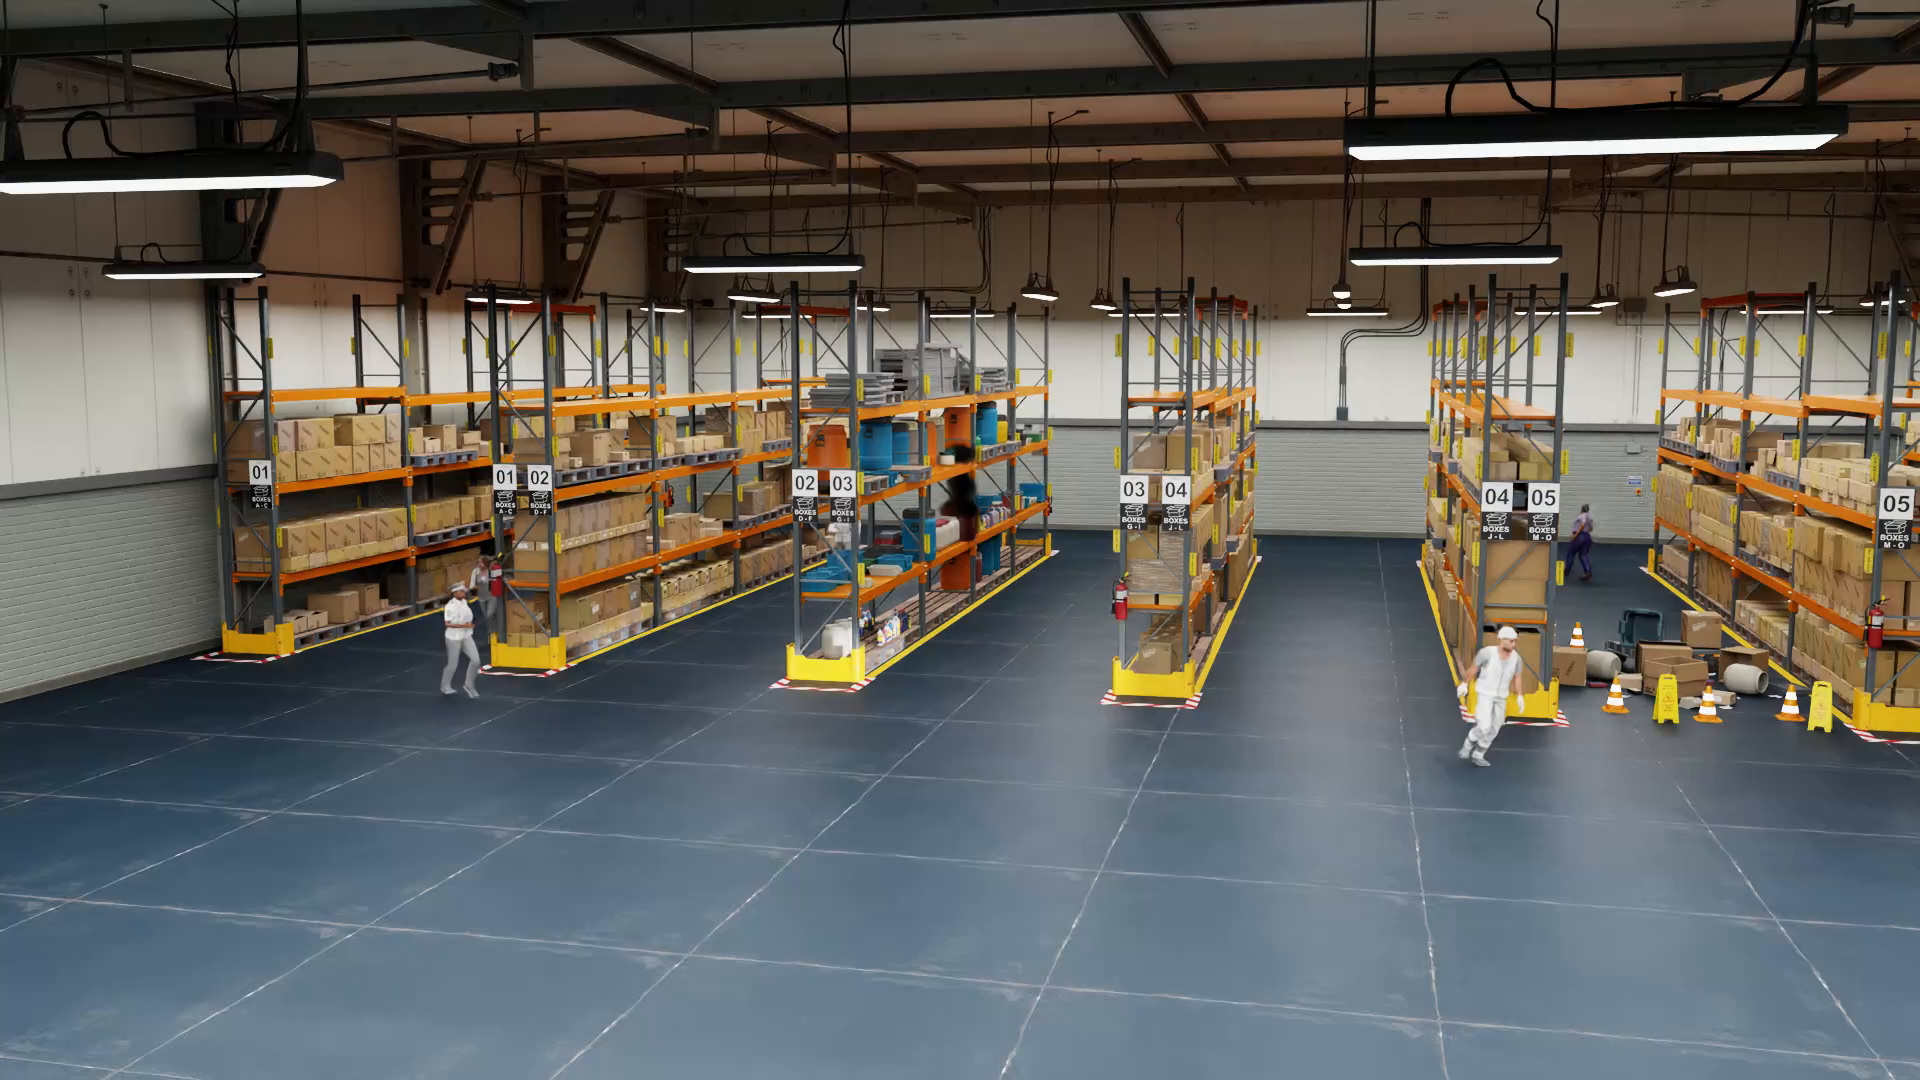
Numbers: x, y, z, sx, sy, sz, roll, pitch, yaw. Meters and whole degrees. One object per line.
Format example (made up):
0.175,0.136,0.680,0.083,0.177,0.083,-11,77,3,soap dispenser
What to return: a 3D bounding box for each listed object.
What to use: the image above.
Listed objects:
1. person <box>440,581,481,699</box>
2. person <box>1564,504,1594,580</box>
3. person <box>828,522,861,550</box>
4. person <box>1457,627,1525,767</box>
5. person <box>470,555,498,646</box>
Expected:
-7.185,1.443,23.816,0.742,1.743,0.549,4,8,31,person
13.510,0.020,36.112,0.617,1.615,0.830,-4,8,-30,person
-2.301,0.091,32.919,0.563,1.764,0.801,2,7,13,person
6.355,1.867,19.836,0.659,1.727,0.620,-1,7,-11,person
-7.981,1.001,28.085,0.464,1.543,0.892,0,7,4,person
